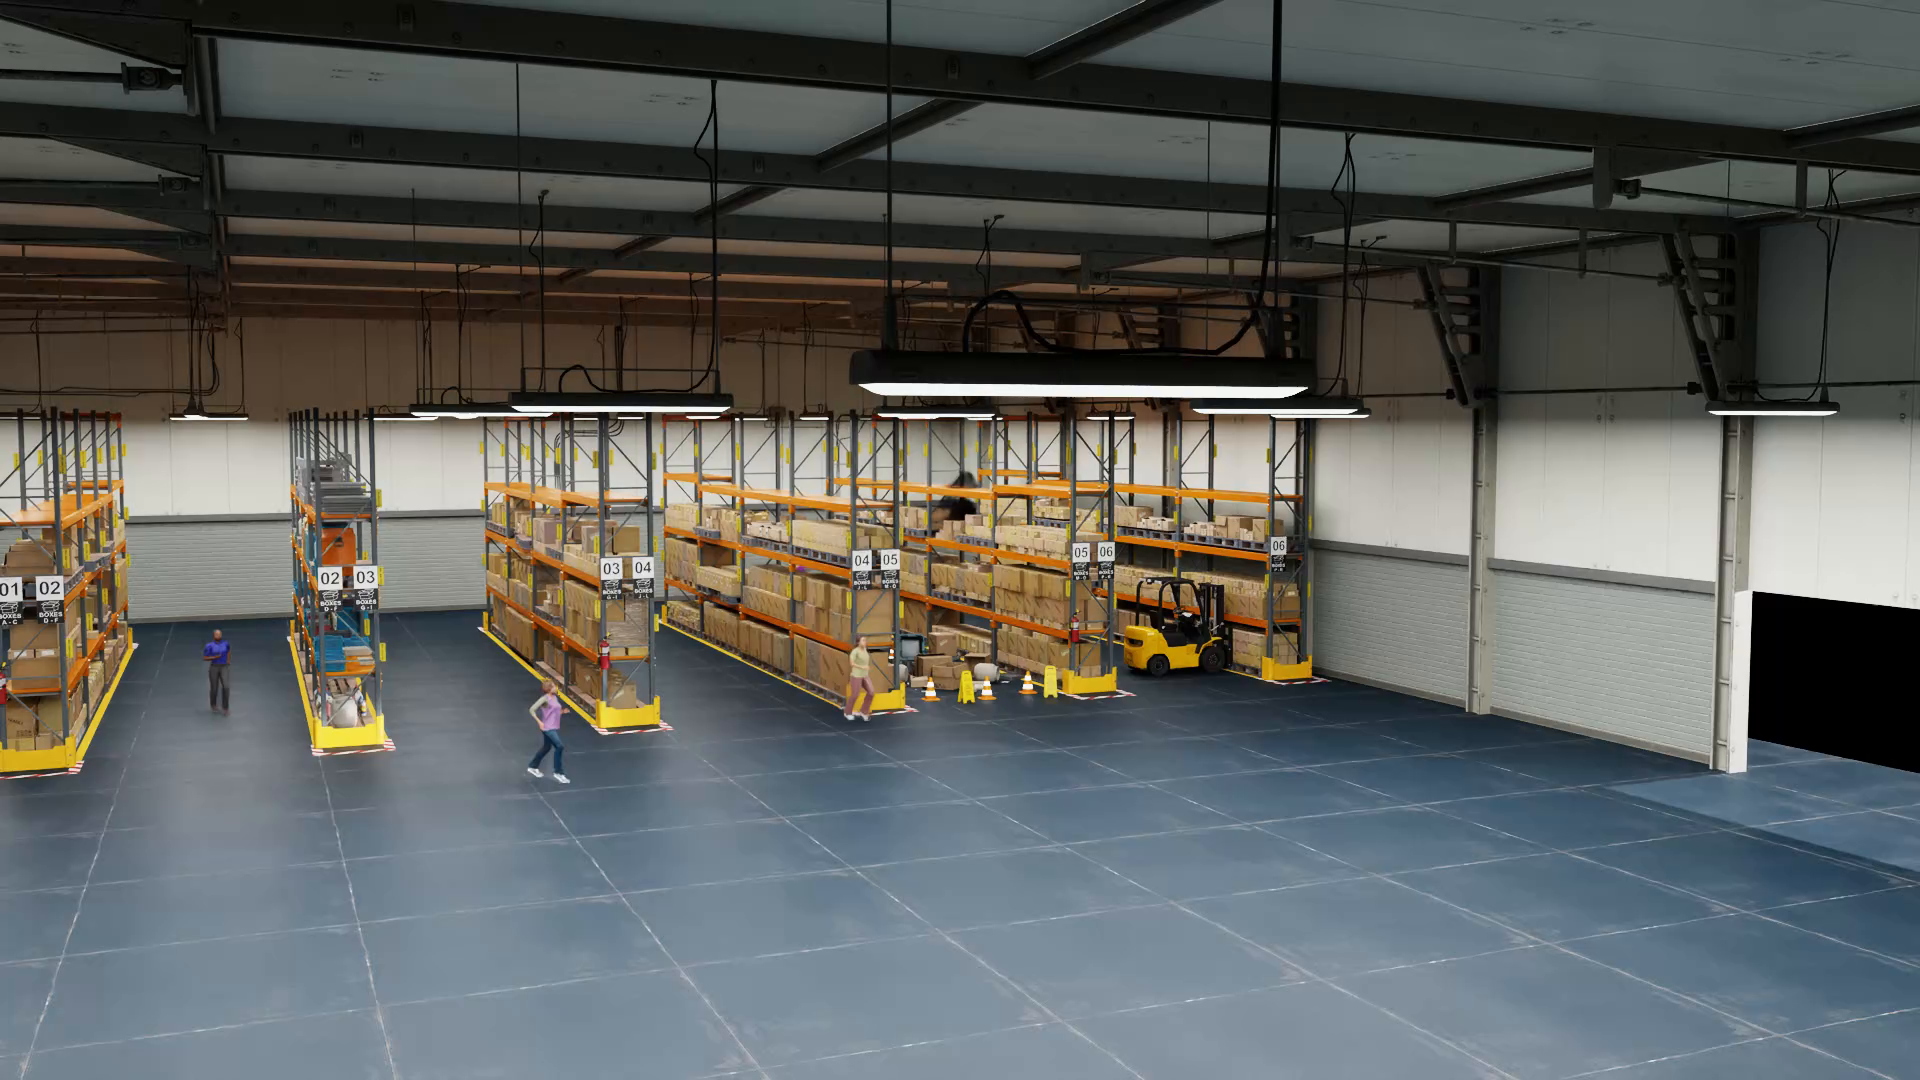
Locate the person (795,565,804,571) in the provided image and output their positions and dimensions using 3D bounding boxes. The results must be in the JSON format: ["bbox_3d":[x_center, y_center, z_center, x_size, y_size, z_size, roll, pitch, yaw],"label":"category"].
[{"bbox_3d":[-4.910,1.309,50.902,0.862,1.745,0.745,-1,4,-14],"label":"person"}]

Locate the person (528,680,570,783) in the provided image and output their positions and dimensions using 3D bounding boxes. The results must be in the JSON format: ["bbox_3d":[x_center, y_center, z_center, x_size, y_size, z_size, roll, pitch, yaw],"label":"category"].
[{"bbox_3d":[-6.575,3.054,26.554,0.742,1.641,0.513,0,4,6],"label":"person"}]

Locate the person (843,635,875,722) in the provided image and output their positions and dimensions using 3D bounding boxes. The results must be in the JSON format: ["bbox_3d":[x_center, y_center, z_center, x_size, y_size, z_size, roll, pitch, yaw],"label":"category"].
[{"bbox_3d":[-1.917,2.662,31.987,0.687,1.707,0.596,3,5,40],"label":"person"}]

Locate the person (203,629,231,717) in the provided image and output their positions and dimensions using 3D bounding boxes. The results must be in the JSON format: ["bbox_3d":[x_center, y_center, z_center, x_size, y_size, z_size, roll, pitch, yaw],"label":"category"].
[{"bbox_3d":[-14.584,2.611,32.706,0.560,1.694,0.742,-3,5,-36],"label":"person"}]
